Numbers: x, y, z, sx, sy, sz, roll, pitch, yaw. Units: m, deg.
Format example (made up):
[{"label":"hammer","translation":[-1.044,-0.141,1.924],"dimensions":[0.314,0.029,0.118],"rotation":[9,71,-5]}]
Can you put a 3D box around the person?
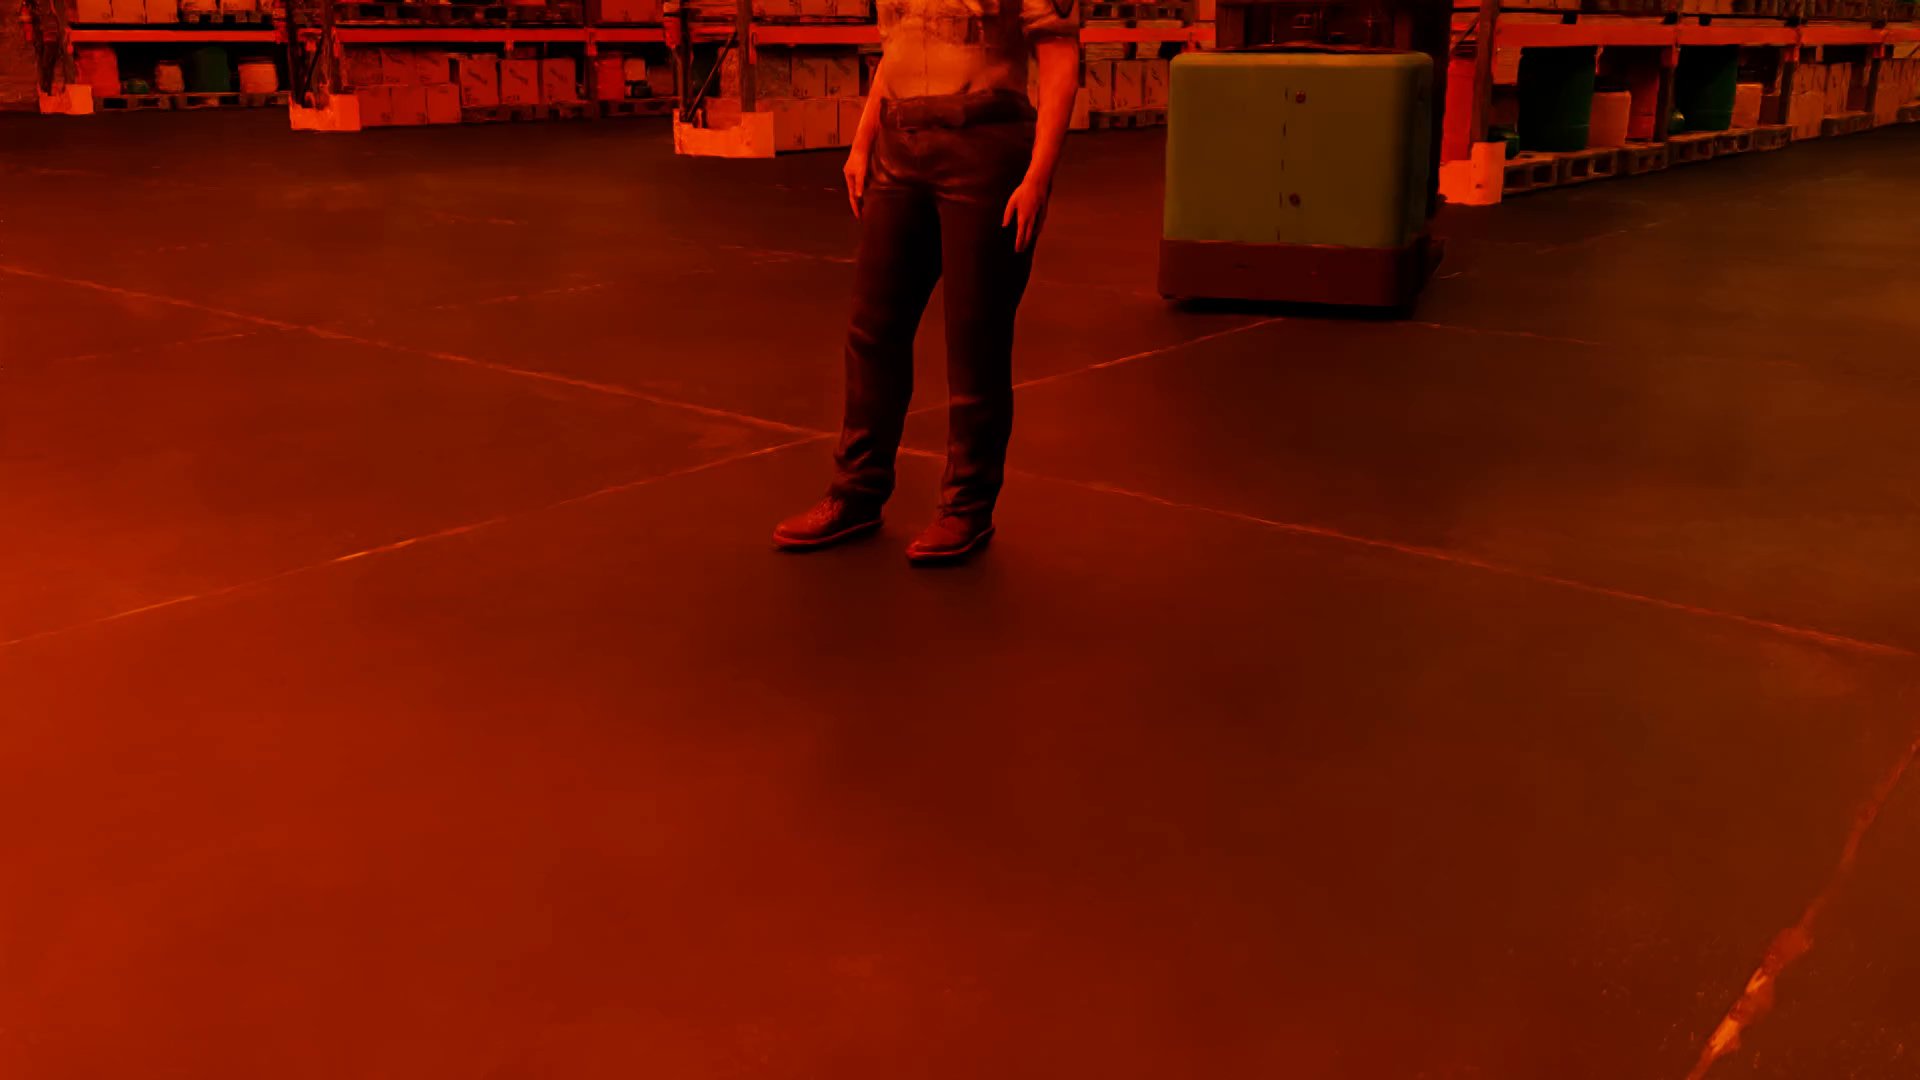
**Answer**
[{"label":"person","translation":[-0.075,-0.774,3.649],"dimensions":[0.599,1.640,0.502],"rotation":[13,21,37]}]

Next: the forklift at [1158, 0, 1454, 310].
[{"label":"forklift","translation":[1.834,-2.757,7.977],"dimensions":[1.130,2.935,3.031],"rotation":[6,18,19]}]
